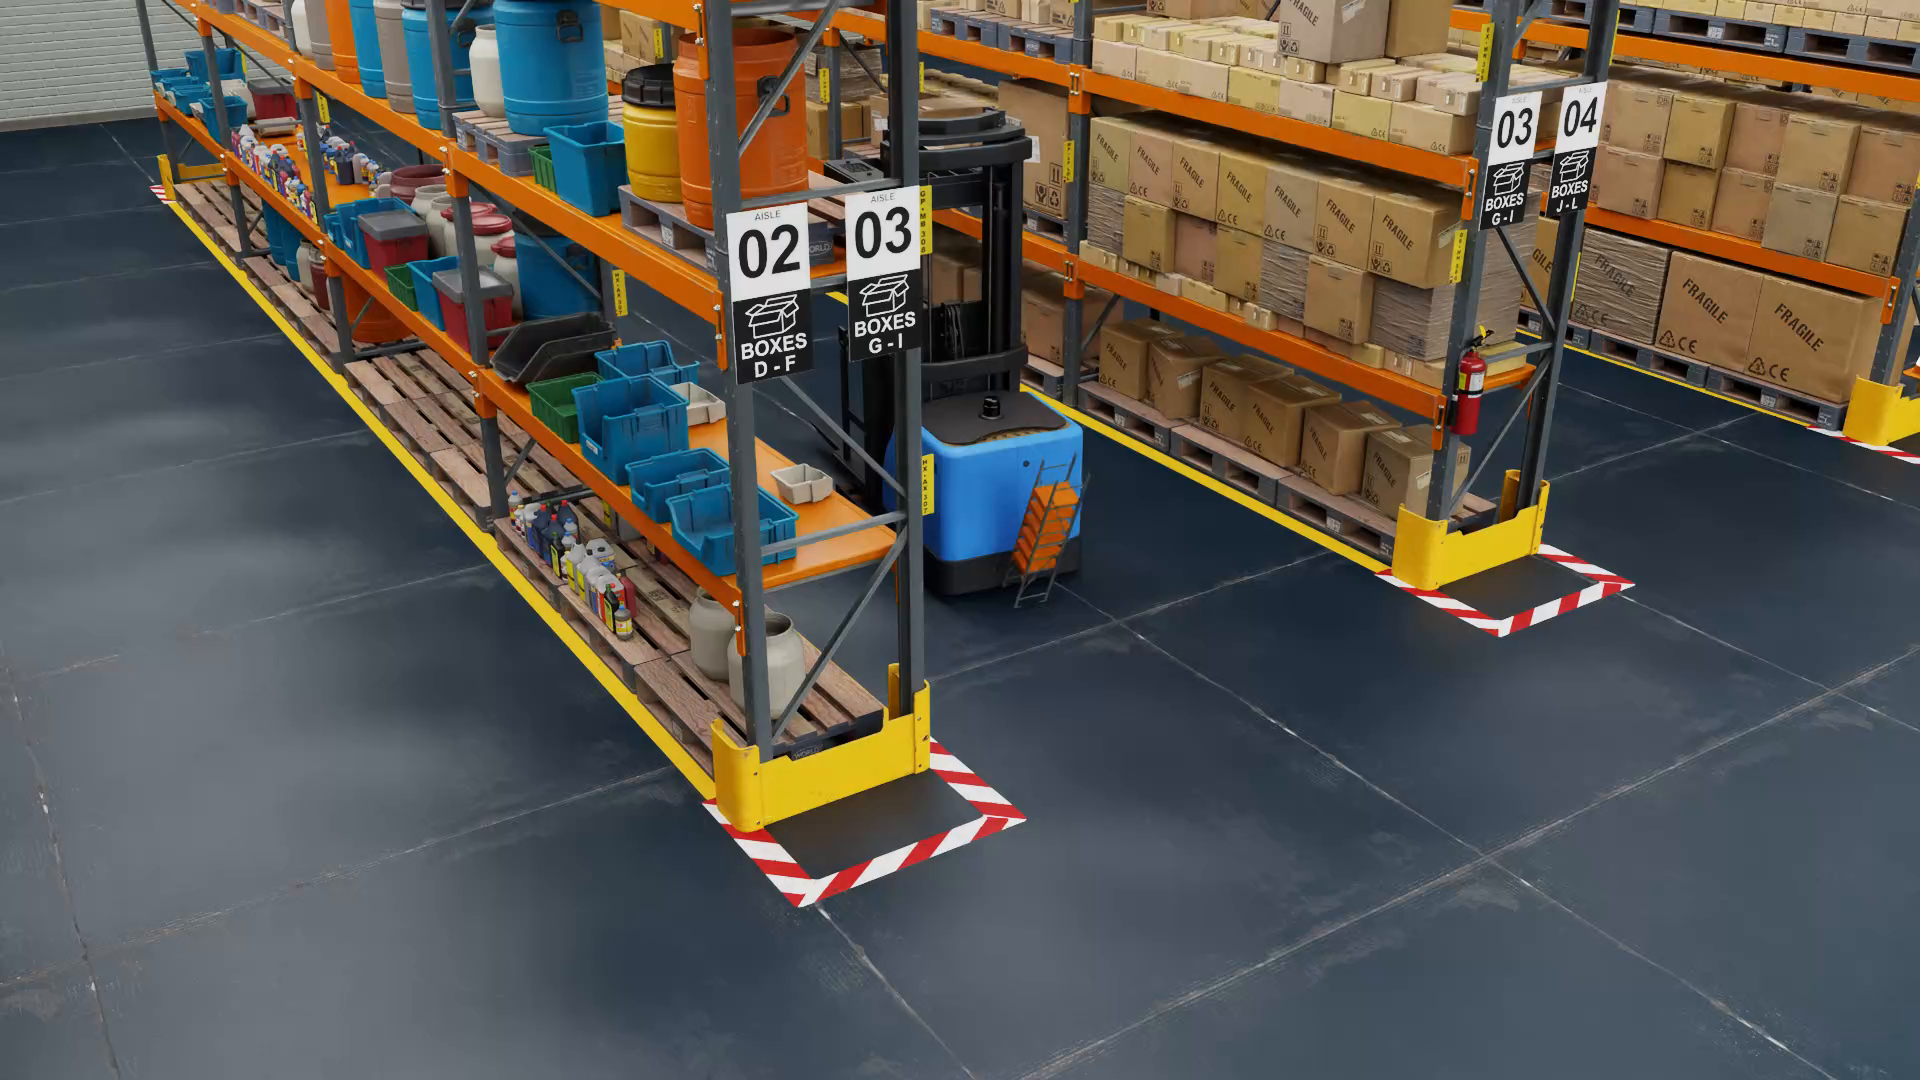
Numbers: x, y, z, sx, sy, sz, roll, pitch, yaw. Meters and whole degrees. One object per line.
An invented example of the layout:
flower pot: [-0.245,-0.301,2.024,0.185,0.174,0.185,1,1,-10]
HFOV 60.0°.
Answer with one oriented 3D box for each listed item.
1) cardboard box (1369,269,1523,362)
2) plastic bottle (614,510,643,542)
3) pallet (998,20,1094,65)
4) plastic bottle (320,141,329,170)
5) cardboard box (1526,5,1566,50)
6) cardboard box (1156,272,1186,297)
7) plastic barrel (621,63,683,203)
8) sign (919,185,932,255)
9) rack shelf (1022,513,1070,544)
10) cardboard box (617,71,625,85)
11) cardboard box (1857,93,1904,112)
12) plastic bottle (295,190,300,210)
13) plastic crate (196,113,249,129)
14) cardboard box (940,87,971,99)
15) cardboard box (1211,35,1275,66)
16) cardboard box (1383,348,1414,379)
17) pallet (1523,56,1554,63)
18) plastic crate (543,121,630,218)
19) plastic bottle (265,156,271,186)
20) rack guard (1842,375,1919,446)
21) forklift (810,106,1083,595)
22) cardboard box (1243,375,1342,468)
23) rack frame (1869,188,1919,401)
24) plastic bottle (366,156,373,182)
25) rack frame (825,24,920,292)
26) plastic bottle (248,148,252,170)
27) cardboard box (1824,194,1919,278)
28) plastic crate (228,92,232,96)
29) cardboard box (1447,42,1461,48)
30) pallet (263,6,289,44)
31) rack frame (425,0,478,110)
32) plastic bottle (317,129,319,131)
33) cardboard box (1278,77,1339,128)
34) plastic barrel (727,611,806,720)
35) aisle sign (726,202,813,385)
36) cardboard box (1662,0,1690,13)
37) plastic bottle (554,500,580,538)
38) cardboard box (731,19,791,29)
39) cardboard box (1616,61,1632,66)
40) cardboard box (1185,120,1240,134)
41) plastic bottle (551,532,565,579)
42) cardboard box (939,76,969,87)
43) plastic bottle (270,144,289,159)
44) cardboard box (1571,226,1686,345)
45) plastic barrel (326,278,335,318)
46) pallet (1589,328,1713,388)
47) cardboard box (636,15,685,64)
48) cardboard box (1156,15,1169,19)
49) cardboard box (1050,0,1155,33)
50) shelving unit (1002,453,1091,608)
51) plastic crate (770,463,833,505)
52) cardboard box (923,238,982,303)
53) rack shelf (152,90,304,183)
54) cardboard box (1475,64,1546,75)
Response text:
cardboard box: [3.232,-1.563,11.044,0.875,0.500,0.500,-16,29,-30]
plastic bottle: [-2.237,-0.149,11.189,0.152,0.276,0.135,-16,29,-30]
pallet: [1.078,-4.128,13.650,1.213,0.211,1.003,-16,29,-30]
plastic bottle: [-6.251,-3.799,16.398,0.097,0.271,0.097,0,25,0]
cardboard box: [7.497,-6.506,21.023,0.500,0.500,0.500,-16,30,-31]
cardboard box: [1.723,-1.989,12.706,0.380,0.149,0.250,-16,29,-30]
plastic barrel: [-1.369,-2.036,8.285,0.600,0.588,0.600,0,25,0]
sign: [-0.177,-1.513,7.880,0.100,0.325,0.005,-16,29,-30]
rack shelf: [0.543,-0.091,10.377,0.258,0.103,0.180,-12,53,-23]
cardboard box: [-4.044,-5.760,20.693,0.380,0.149,0.250,-15,29,-29]
cardboard box: [9.929,-4.704,17.697,0.500,0.500,0.500,-16,29,-30]
plastic bottle: [-5.919,-3.075,14.946,0.097,0.201,0.097,0,25,0]
plastic crate: [-8.027,-4.559,18.107,0.437,0.125,0.590,-16,29,-30]
cardboard box: [-0.060,-6.392,23.890,0.380,0.149,0.250,-15,29,-29]
cardboard box: [1.988,-3.434,11.668,0.380,0.149,0.250,-16,30,-31]
cardboard box: [3.045,-1.210,11.056,0.380,0.149,0.250,-16,29,-30]
pallet: [7.924,-6.034,21.206,1.213,0.211,1.003,-16,29,-30]
plastic crate: [-1.934,-1.987,8.913,0.392,0.384,0.575,-16,29,-30]
plastic bottle: [-6.532,-3.509,15.782,0.097,0.271,0.097,0,25,0]
rack guard: [7.733,-1.161,13.586,1.175,0.500,0.348,-16,29,-30]
forklift: [-0.261,-1.567,11.598,1.130,2.935,3.031,-11,27,-22]
cardboard box: [2.502,-0.901,12.544,0.500,0.500,0.500,-13,28,-25]
rack frame: [7.720,-2.300,13.071,1.000,3.000,0.127,-16,29,-30]
plastic bottle: [-5.566,-3.489,15.726,0.061,0.283,0.133,-16,29,-30]
rack frame: [-0.858,-4.042,16.760,1.000,3.000,0.127,-16,29,-30]
plastic bottle: [-6.964,-3.760,16.397,0.097,0.201,0.097,0,25,0]
cardboard box: [7.480,-2.490,13.298,0.875,0.550,0.550,-16,29,-30]
plastic crate: [-8.282,-5.105,19.251,0.298,0.136,0.250,-16,29,-30]
cardboard box: [6.660,-6.583,22.319,0.500,0.250,0.500,-15,29,-29]
pallet: [-5.343,-4.455,14.343,1.003,0.211,1.213,-16,29,-30]
rack frame: [-2.824,-4.170,10.004,1.000,3.000,0.127,-16,29,-30]
plastic bottle: [-6.506,-4.066,16.957,0.152,0.276,0.135,-16,29,-30]
cardboard box: [2.486,-2.945,11.100,0.500,0.250,0.500,-15,29,-28]
plastic barrel: [-1.064,0.691,9.156,0.421,0.512,0.421,0,25,0]
aisle sign: [-0.850,-1.107,7.498,0.394,0.787,0.004,-16,29,-30]
cardboard box: [6.147,-4.544,13.996,0.380,0.149,0.250,-16,29,-30]
plastic bottle: [-2.610,-0.106,11.011,0.144,0.351,0.185,-16,29,-30]
cardboard box: [-2.321,-5.497,18.550,0.797,0.503,0.637,-15,29,-29]
cardboard box: [8.221,-5.787,20.260,0.380,0.149,0.250,-14,29,-28]
cardboard box: [2.076,-2.968,12.848,0.500,0.500,0.500,-16,29,-30]
plastic bottle: [-2.573,0.094,10.665,0.061,0.283,0.133,-14,29,-27]
cardboard box: [-0.088,-6.789,24.730,0.380,0.149,0.250,-17,30,-32]
plastic bottle: [-6.625,-3.712,16.207,0.152,0.276,0.135,-16,29,-30]
cardboard box: [6.317,-2.397,15.273,0.875,0.875,0.875,-15,29,-29]
plastic barrel: [-5.672,-2.304,15.503,0.421,0.512,0.421,0,25,0]
pallet: [6.556,-1.743,15.157,1.003,0.211,1.213,-16,29,-30]
cardboard box: [-3.516,-5.980,19.816,0.500,0.500,0.500,-15,29,-28]
cardboard box: [1.745,-4.031,12.933,0.380,0.149,0.250,-15,29,-28]
cardboard box: [1.152,-4.395,13.383,0.797,0.503,0.637,-17,30,-32]
shelving unit: [0.529,-0.042,10.432,0.258,1.200,0.189,-12,53,-23]
plastic crate: [-0.859,-0.302,9.147,0.298,0.136,0.250,-16,29,-30]
cardboard box: [-0.162,-2.680,16.288,0.700,0.500,0.500,-18,31,-34]
rack shelf: [-8.283,-4.708,19.015,1.077,0.370,4.000,-16,29,-30]
cardboard box: [3.492,-2.917,10.572,0.380,0.149,0.250,-15,29,-28]
